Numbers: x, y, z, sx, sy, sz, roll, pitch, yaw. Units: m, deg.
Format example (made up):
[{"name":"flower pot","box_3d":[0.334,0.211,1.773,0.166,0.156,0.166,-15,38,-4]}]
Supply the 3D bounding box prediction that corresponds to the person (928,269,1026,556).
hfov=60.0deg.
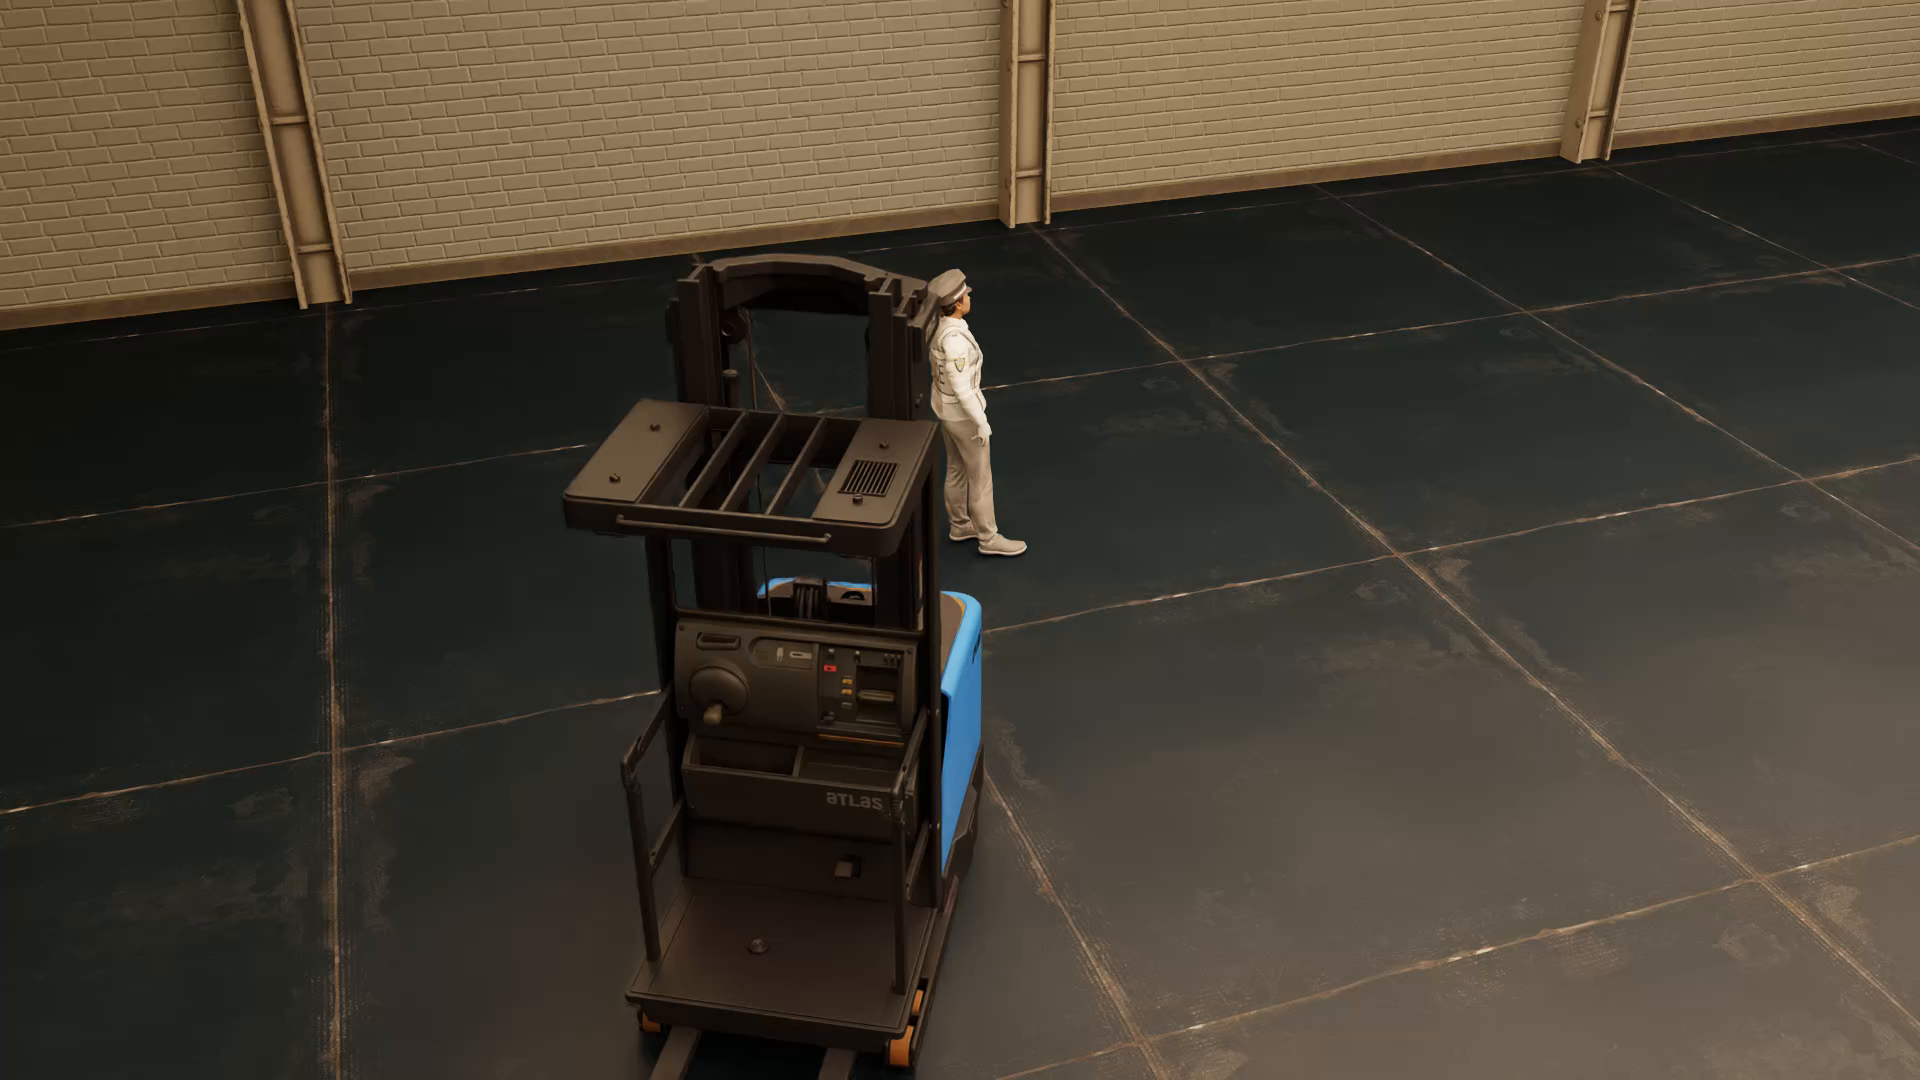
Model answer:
[{"name":"person","box_3d":[0.068,-0.748,9.613,0.530,1.694,0.586,-10,31,-16]}]

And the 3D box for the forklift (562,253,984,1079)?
[{"name":"forklift","box_3d":[-0.659,0.580,6.078,1.130,2.935,3.031,5,30,9]}]
